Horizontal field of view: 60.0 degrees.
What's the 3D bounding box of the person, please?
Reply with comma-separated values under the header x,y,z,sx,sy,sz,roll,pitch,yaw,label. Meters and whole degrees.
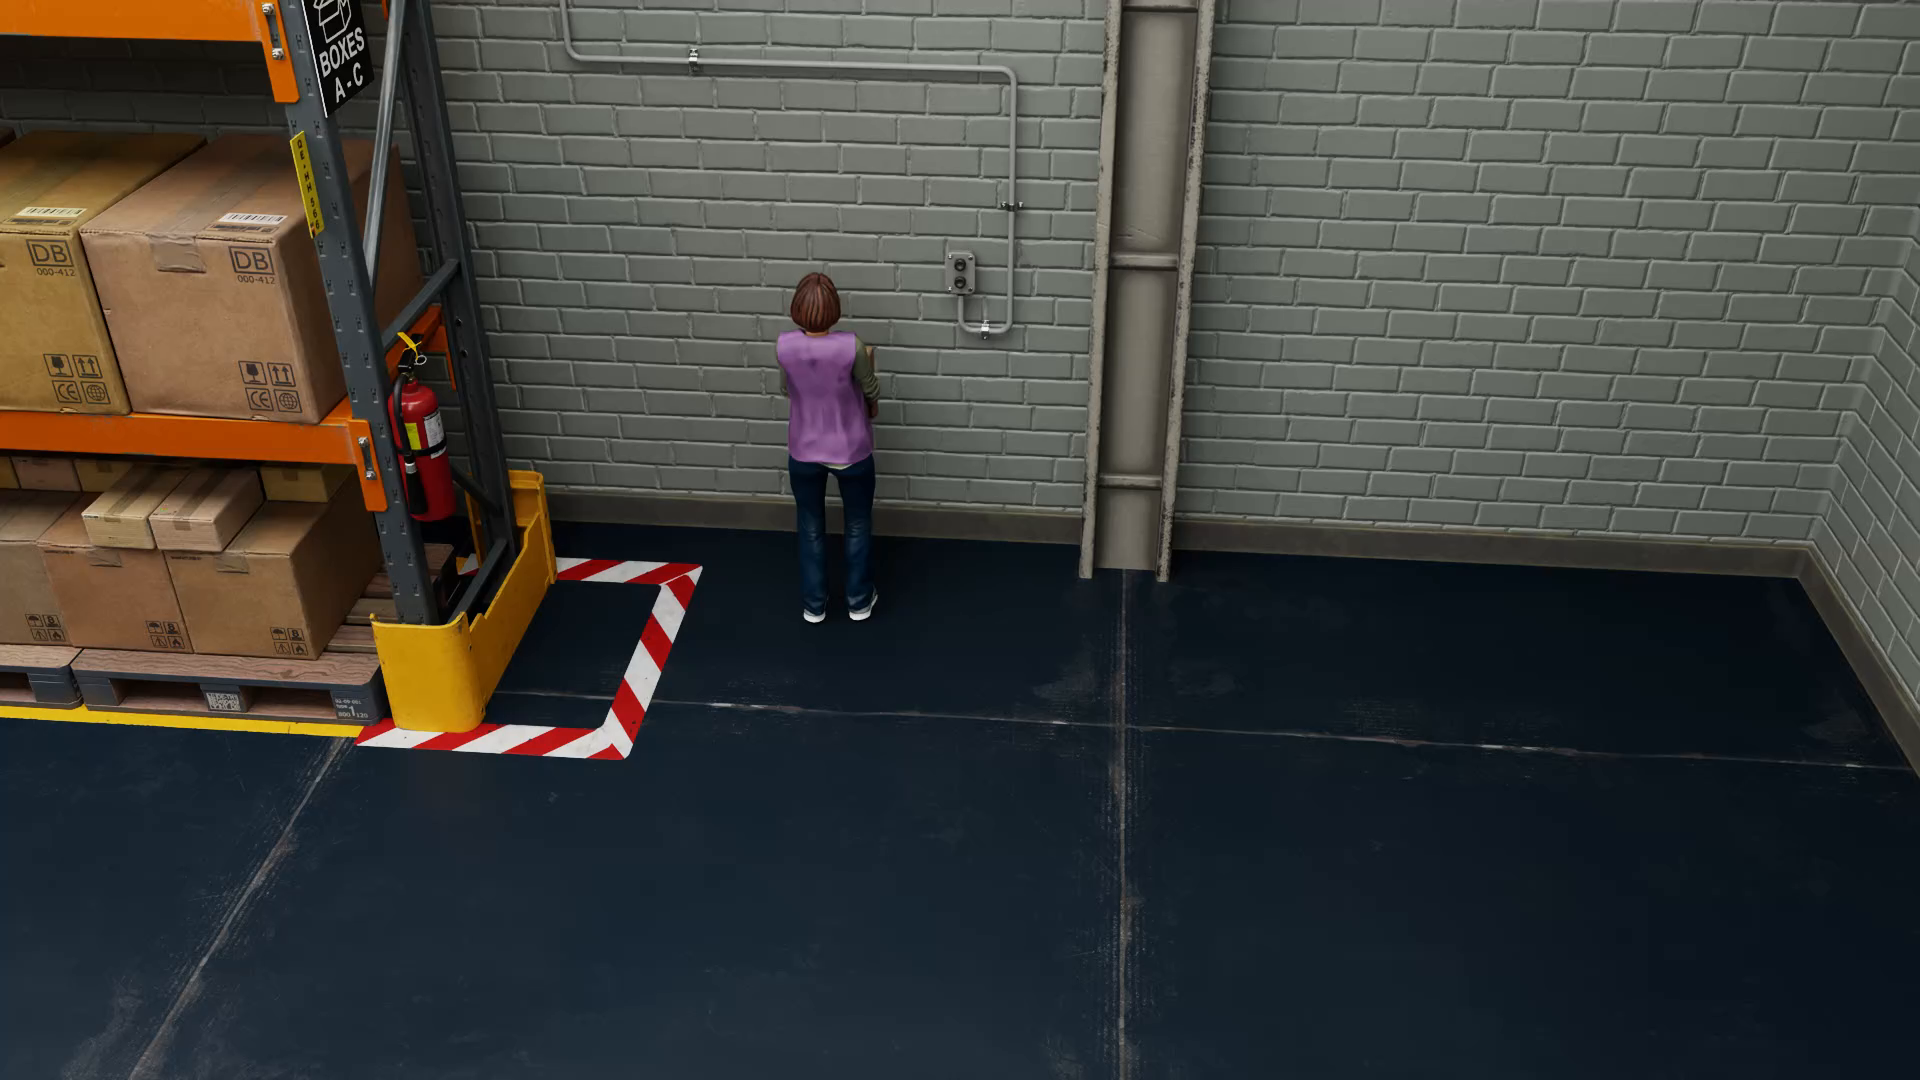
x,y,z,sx,sy,sz,roll,pitch,yaw,label
-0.519,-0.395,6.779,0.406,1.582,0.492,3,33,4,person
